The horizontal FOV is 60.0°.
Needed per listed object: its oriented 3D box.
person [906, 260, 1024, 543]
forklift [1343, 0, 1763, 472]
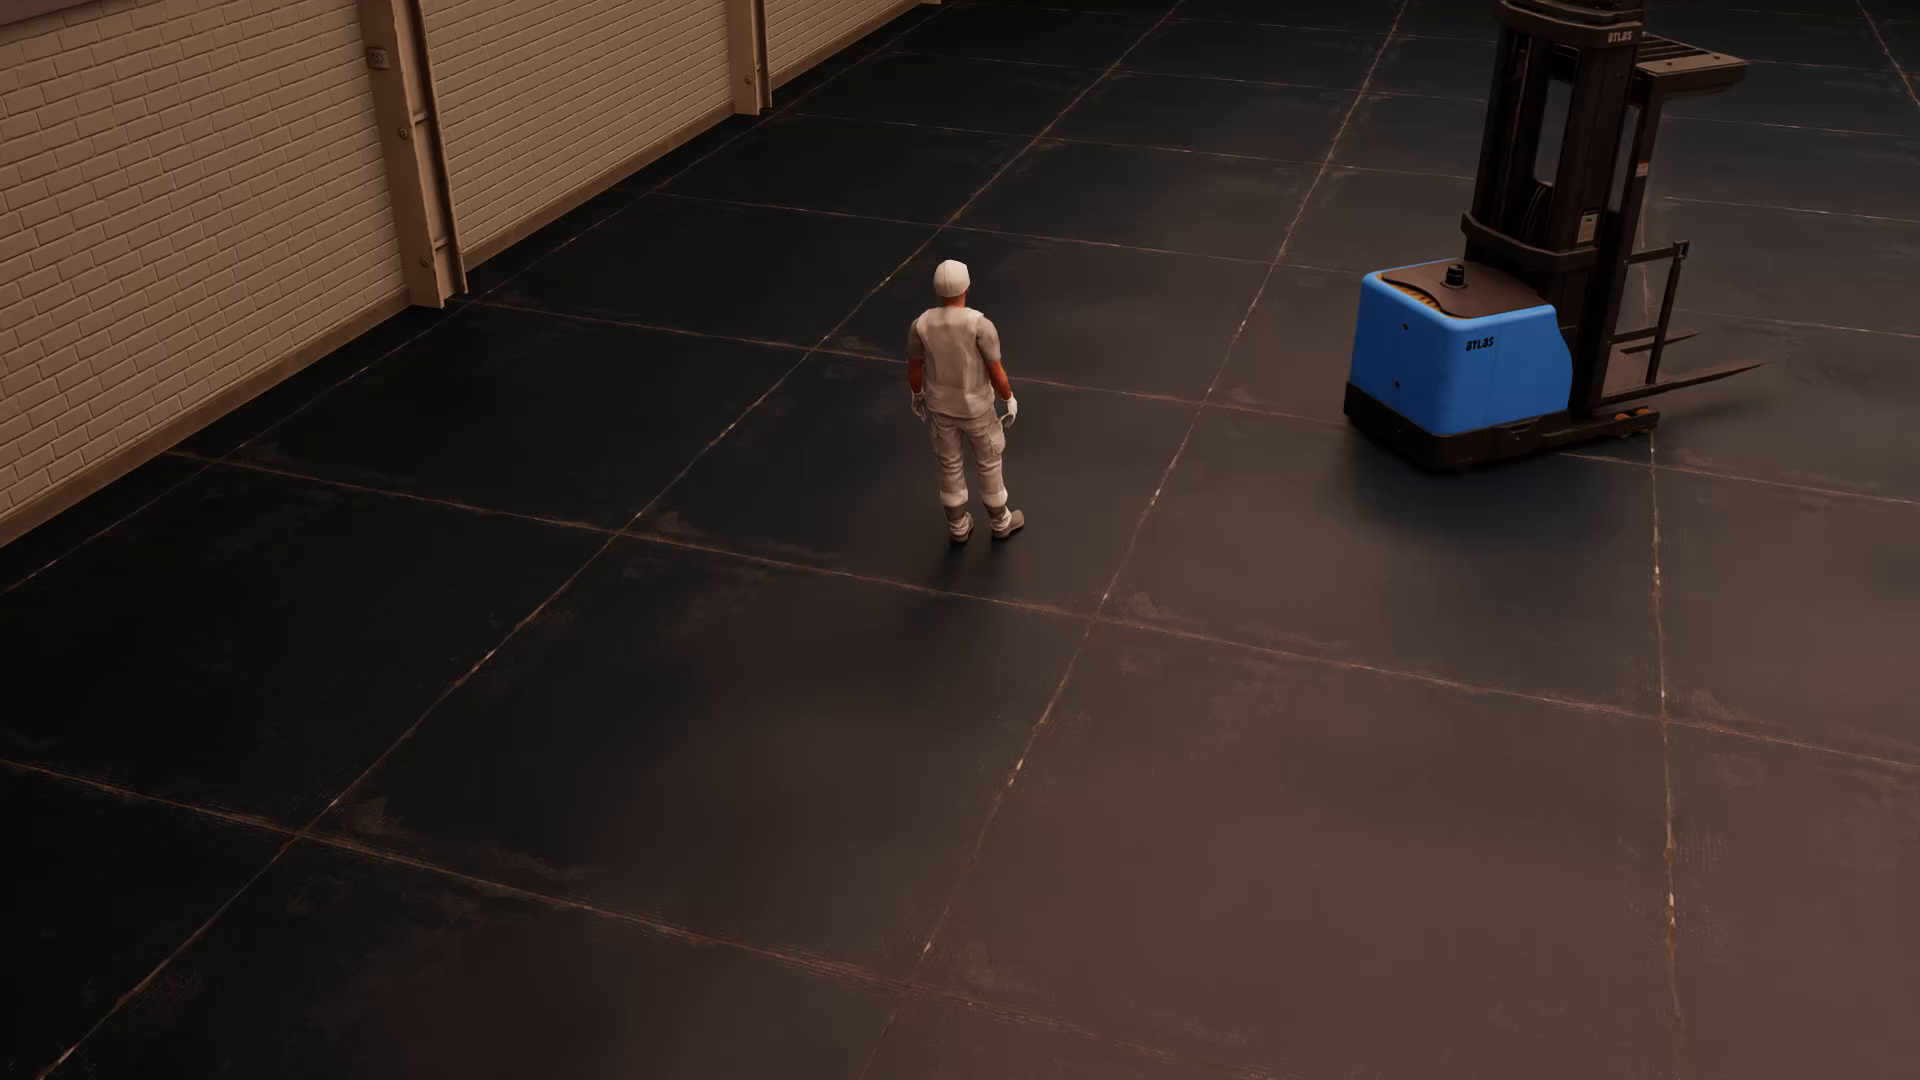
[{"bbox_3d":[0.038,-0.820,9.712,0.637,1.790,0.562,10,31,16],"label":"person"},{"bbox_3d":[4.216,-2.190,10.979,3.031,2.935,1.130,-12,32,-21],"label":"forklift"}]
